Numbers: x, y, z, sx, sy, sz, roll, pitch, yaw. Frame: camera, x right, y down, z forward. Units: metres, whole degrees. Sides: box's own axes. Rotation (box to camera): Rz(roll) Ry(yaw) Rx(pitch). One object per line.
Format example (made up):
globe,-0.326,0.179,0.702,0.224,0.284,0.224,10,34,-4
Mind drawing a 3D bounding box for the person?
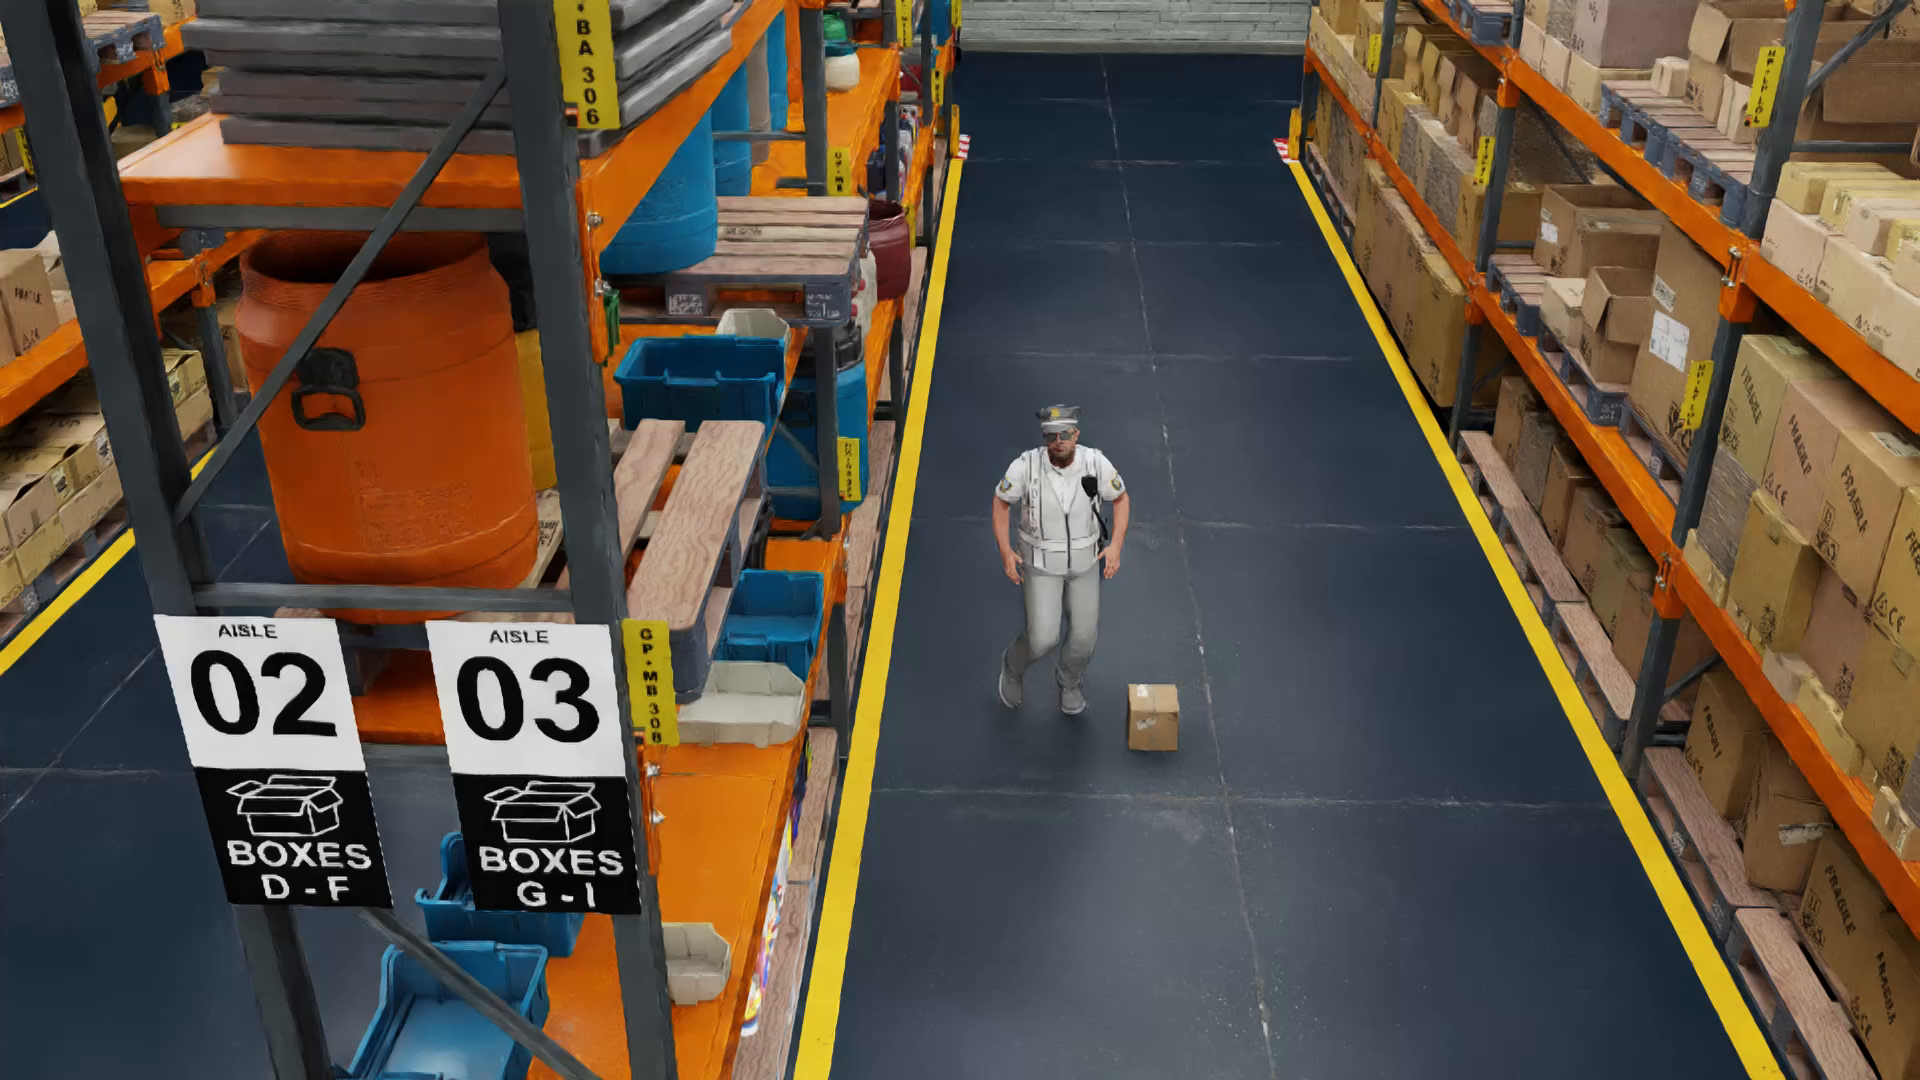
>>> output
person,0.550,0.107,8.657,0.706,1.753,0.517,-7,29,-13
